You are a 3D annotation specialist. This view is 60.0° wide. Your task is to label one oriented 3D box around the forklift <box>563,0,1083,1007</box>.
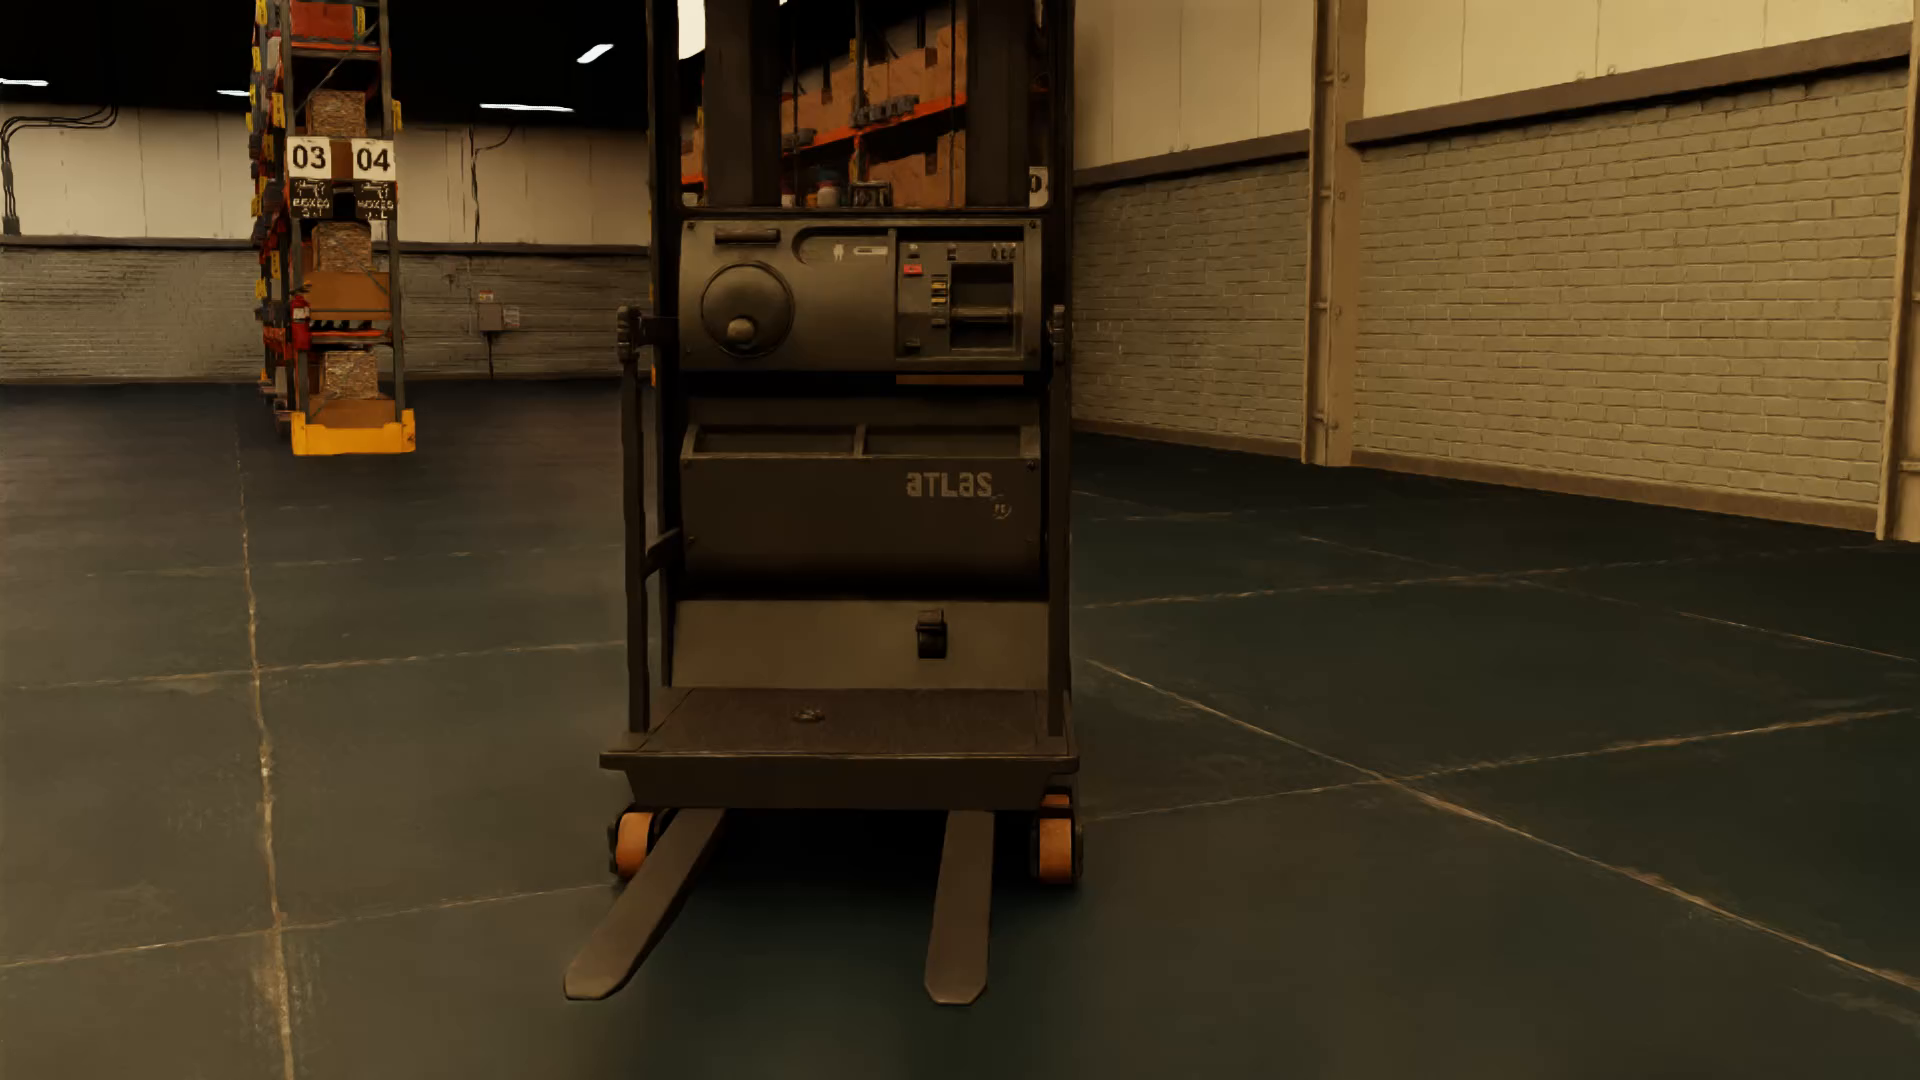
[{"bbox_3d":[-0.260,-0.676,4.063,1.130,2.935,3.031,0,8,2],"label":"forklift"}]
